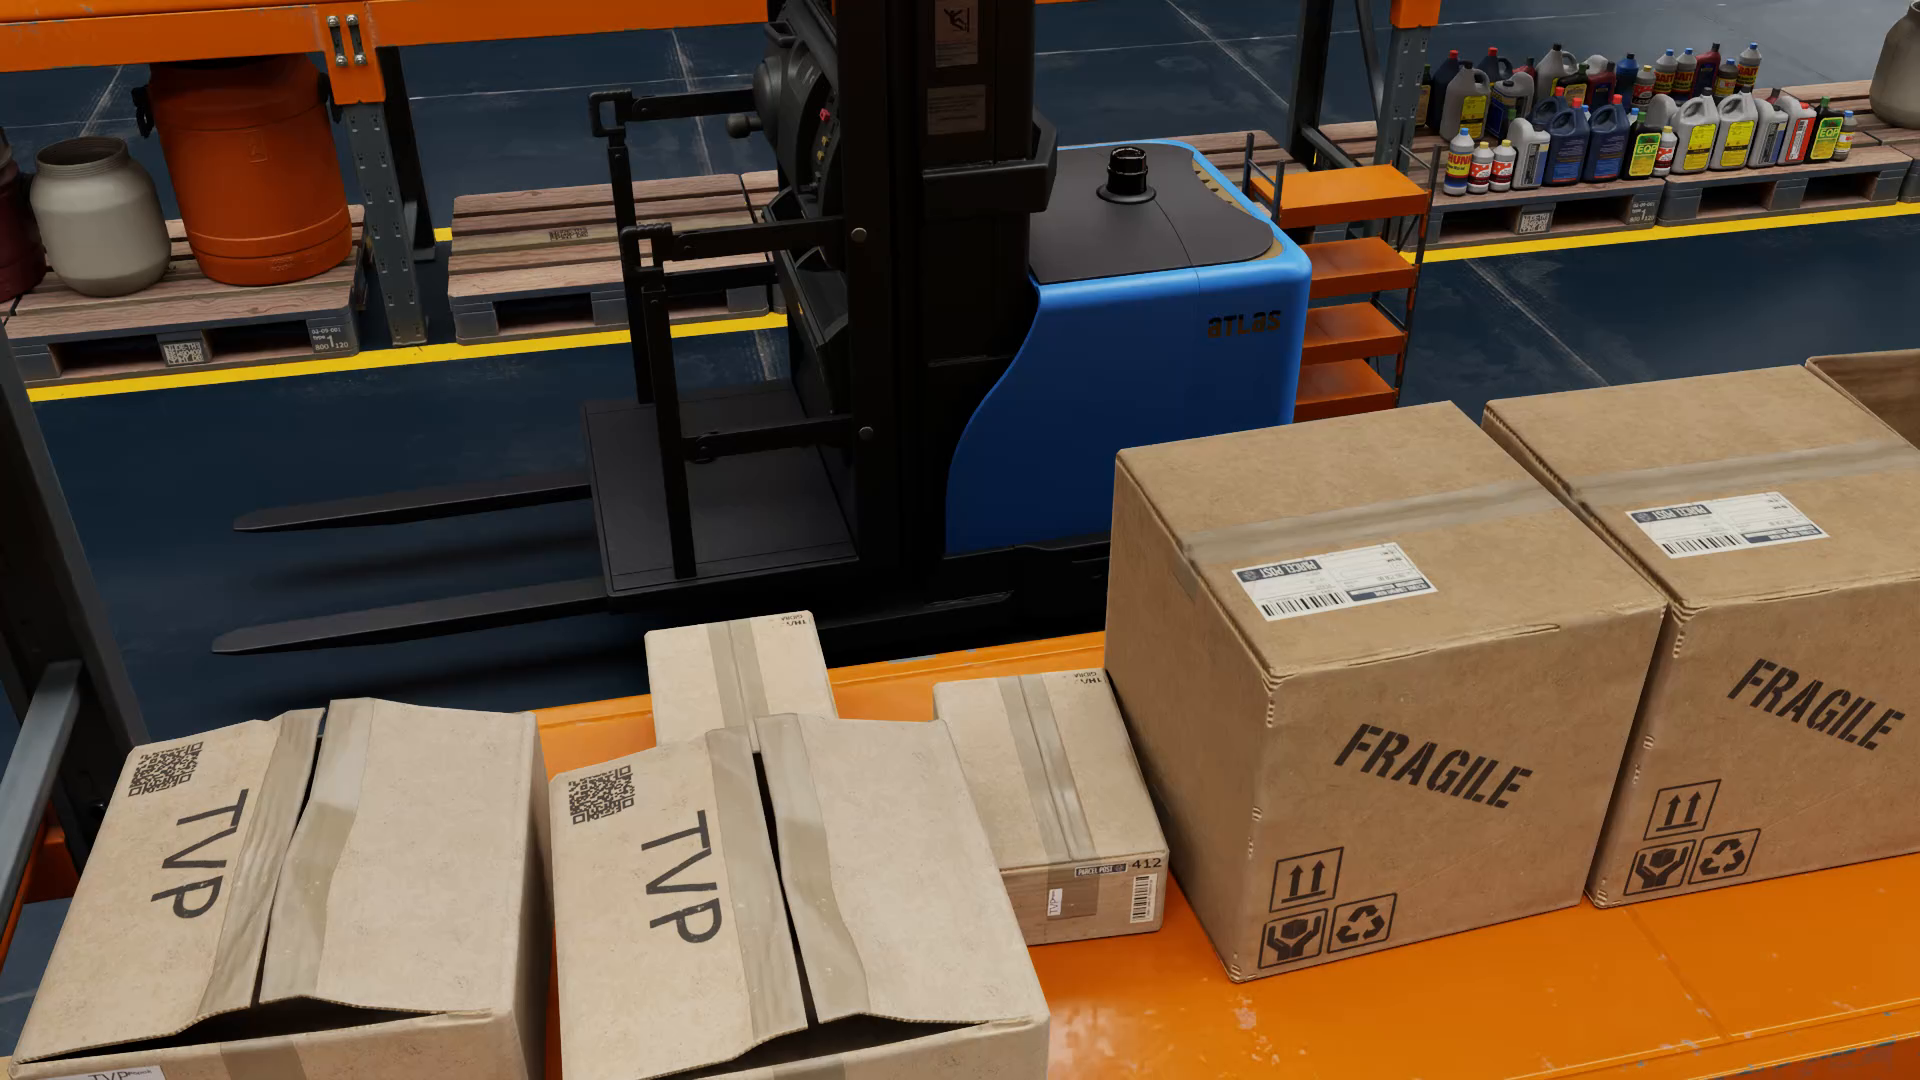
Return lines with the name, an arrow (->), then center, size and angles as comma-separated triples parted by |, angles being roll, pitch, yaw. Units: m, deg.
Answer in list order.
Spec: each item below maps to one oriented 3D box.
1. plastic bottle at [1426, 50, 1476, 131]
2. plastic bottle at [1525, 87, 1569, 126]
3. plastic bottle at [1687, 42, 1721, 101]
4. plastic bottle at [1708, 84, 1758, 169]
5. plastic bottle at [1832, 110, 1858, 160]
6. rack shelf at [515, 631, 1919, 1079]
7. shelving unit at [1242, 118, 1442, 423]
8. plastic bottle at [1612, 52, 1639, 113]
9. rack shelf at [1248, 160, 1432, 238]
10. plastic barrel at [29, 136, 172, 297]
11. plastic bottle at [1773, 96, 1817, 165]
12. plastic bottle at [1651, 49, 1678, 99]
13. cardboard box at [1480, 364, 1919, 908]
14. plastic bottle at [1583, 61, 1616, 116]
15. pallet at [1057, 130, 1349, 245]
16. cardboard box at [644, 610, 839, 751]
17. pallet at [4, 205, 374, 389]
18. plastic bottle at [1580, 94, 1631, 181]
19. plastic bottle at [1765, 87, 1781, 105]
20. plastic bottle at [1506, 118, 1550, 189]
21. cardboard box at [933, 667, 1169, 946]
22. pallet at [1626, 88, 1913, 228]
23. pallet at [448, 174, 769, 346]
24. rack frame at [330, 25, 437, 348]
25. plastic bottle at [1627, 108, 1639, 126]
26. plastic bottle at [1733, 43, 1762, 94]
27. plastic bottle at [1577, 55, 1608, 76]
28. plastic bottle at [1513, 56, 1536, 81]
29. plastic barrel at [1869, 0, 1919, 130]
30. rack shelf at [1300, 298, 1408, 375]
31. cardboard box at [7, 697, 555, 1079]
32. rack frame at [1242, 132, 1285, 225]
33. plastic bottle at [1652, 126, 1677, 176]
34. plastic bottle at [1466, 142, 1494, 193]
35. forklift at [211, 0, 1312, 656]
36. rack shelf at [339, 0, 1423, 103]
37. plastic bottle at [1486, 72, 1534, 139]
plastic bottle -> 2.257, -2.065, 7.618 | 0.185, 0.351, 0.144 | -8, 35, -12
plastic bottle -> 2.540, -1.782, 7.195 | 0.185, 0.351, 0.144 | -7, 35, -11
plastic bottle -> 3.532, -2.222, 7.912 | 0.133, 0.283, 0.061 | -7, 34, -10
plastic bottle -> 3.352, -1.801, 7.225 | 0.185, 0.351, 0.144 | -6, 34, -9
plastic bottle -> 3.899, -1.795, 7.350 | 0.097, 0.201, 0.097 | 0, 34, 0
rack shelf -> 0.831, 0.490, 2.473 | 4.000, 0.370, 1.077 | -7, 35, -11
shelving unit -> 1.116, -0.667, 5.168 | 0.503, 1.200, 0.258 | -8, 35, -12
plastic bottle -> 3.127, -2.155, 7.824 | 0.097, 0.271, 0.097 | 0, 34, 0
rack shelf -> 1.116, -0.994, 4.949 | 0.480, 0.148, 0.258 | -8, 35, -12
plastic barrel -> -3.213, -1.209, 6.215 | 0.421, 0.512, 0.421 | 0, 34, 0
plastic bottle -> 3.648, -1.810, 7.305 | 0.135, 0.276, 0.152 | -7, 34, -10
plastic bottle -> 3.325, -2.180, 7.861 | 0.097, 0.271, 0.097 | 0, 34, 0
cardboard box -> 1.027, 0.116, 2.295 | 0.500, 0.500, 0.500 | -7, 35, -10
plastic bottle -> 2.943, -2.061, 7.672 | 0.133, 0.283, 0.061 | -7, 35, -11
pallet -> 0.935, -1.471, 7.253 | 1.213, 0.211, 1.003 | -7, 35, -11
cardboard box -> -0.303, 0.281, 2.365 | 0.250, 0.149, 0.380 | -7, 35, -11
pallet -> -2.969, -0.978, 6.517 | 1.213, 0.211, 1.003 | -7, 35, -11
plastic bottle -> 2.756, -1.726, 7.113 | 0.185, 0.351, 0.144 | -9, 35, -13
plastic bottle -> 3.624, -1.871, 7.389 | 0.133, 0.283, 0.061 | -7, 35, -11
plastic bottle -> 2.409, -1.654, 7.072 | 0.135, 0.276, 0.152 | -6, 34, -9
cardboard box -> 0.112, 0.354, 2.255 | 0.250, 0.149, 0.380 | -5, 34, -7
pallet -> 3.549, -1.801, 7.744 | 1.213, 0.211, 1.003 | -7, 35, -11
pallet -> -1.445, -1.171, 6.806 | 1.213, 0.211, 1.003 | -7, 35, -11
rack frame -> -2.209, -2.255, 5.918 | 0.127, 3.000, 1.000 | -7, 35, -11
plastic bottle -> 2.891, -1.732, 7.192 | 0.097, 0.271, 0.097 | 0, 34, 0
plastic bottle -> 3.757, -2.235, 7.942 | 0.097, 0.271, 0.097 | 0, 34, 0
plastic bottle -> 2.919, -2.115, 7.760 | 0.135, 0.276, 0.152 | -7, 34, -10
plastic bottle -> 2.594, -2.104, 7.736 | 0.133, 0.283, 0.061 | -5, 34, -7
plastic barrel -> 4.480, -2.196, 7.686 | 0.421, 0.512, 0.421 | 0, 34, 0
rack shelf -> 1.116, -0.612, 5.205 | 0.480, 0.148, 0.258 | -8, 35, -12
cardboard box -> -0.755, 0.454, 1.962 | 0.500, 0.311, 0.500 | -5, 34, -8
rack frame -> 0.880, -0.633, 5.116 | 0.015, 1.200, 0.240 | -8, 35, -12
plastic bottle -> 3.037, -1.686, 7.188 | 0.097, 0.201, 0.097 | 0, 34, 0
plastic bottle -> 2.199, -1.581, 7.030 | 0.097, 0.201, 0.097 | 0, 34, 0
forklift -> -0.606, -1.128, 4.301 | 3.031, 2.935, 1.130 | -8, 35, -12
rack shelf -> -0.258, -2.202, 6.485 | 4.000, 0.370, 1.077 | -7, 35, -11
plastic bottle -> 2.502, -1.980, 7.559 | 0.135, 0.276, 0.152 | -7, 35, -11
